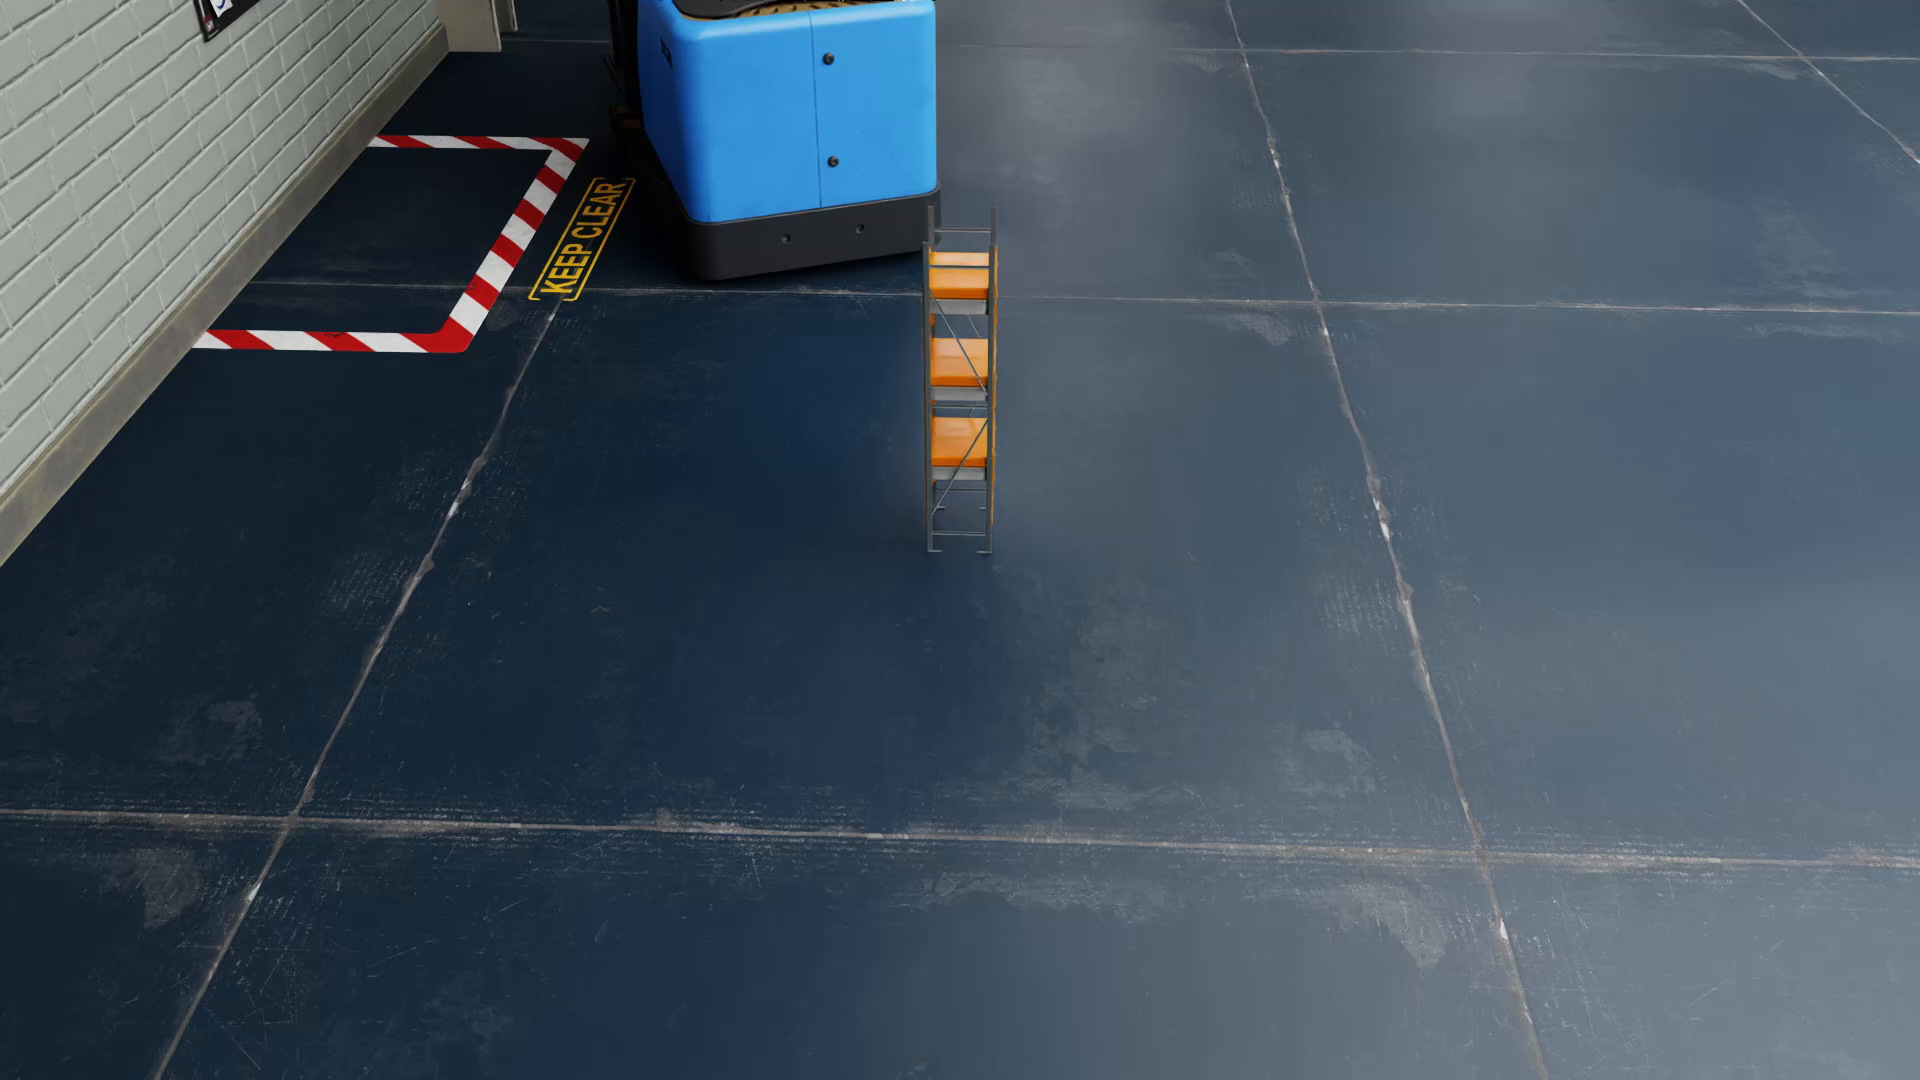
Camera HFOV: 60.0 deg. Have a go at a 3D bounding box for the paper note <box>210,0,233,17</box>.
[{"bbox_3d":[-2.859,-2.111,6.412,0.016,0.148,0.142,1,35,2],"label":"paper note"}]

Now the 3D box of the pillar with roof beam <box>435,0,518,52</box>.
[{"bbox_3d":[1.656,-6.346,6.453,9.100,9.000,0.400,1,35,2],"label":"pillar with roof beam"}]

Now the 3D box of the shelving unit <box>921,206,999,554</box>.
[{"bbox_3d":[0.002,-0.460,4.992,0.215,1.050,0.252,1,35,2],"label":"shelving unit"}]

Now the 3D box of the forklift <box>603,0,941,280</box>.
[{"bbox_3d":[-1.039,-3.074,7.075,1.130,2.935,3.031,-11,37,-15],"label":"forklift"}]

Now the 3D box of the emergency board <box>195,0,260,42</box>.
[{"bbox_3d":[-2.801,-2.567,6.294,0.157,1.169,0.626,1,35,2],"label":"emergency board"}]

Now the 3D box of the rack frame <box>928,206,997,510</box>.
[{"bbox_3d":[0.007,-0.530,5.092,0.200,1.050,0.008,1,35,2],"label":"rack frame"}]

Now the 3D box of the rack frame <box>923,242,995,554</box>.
[{"bbox_3d":[-0.003,-0.390,4.892,0.200,1.050,0.008,1,35,2],"label":"rack frame"}]

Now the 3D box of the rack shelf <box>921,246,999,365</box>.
[{"bbox_3d":[0.002,-0.684,4.835,0.215,0.259,0.240,1,35,2],"label":"rack shelf"}]

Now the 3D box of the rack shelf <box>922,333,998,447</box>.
[{"bbox_3d":[0.002,-0.452,4.998,0.215,0.259,0.240,1,35,2],"label":"rack shelf"}]

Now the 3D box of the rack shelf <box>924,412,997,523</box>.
[{"bbox_3d":[0.002,-0.224,5.158,0.215,0.259,0.240,1,35,2],"label":"rack shelf"}]
